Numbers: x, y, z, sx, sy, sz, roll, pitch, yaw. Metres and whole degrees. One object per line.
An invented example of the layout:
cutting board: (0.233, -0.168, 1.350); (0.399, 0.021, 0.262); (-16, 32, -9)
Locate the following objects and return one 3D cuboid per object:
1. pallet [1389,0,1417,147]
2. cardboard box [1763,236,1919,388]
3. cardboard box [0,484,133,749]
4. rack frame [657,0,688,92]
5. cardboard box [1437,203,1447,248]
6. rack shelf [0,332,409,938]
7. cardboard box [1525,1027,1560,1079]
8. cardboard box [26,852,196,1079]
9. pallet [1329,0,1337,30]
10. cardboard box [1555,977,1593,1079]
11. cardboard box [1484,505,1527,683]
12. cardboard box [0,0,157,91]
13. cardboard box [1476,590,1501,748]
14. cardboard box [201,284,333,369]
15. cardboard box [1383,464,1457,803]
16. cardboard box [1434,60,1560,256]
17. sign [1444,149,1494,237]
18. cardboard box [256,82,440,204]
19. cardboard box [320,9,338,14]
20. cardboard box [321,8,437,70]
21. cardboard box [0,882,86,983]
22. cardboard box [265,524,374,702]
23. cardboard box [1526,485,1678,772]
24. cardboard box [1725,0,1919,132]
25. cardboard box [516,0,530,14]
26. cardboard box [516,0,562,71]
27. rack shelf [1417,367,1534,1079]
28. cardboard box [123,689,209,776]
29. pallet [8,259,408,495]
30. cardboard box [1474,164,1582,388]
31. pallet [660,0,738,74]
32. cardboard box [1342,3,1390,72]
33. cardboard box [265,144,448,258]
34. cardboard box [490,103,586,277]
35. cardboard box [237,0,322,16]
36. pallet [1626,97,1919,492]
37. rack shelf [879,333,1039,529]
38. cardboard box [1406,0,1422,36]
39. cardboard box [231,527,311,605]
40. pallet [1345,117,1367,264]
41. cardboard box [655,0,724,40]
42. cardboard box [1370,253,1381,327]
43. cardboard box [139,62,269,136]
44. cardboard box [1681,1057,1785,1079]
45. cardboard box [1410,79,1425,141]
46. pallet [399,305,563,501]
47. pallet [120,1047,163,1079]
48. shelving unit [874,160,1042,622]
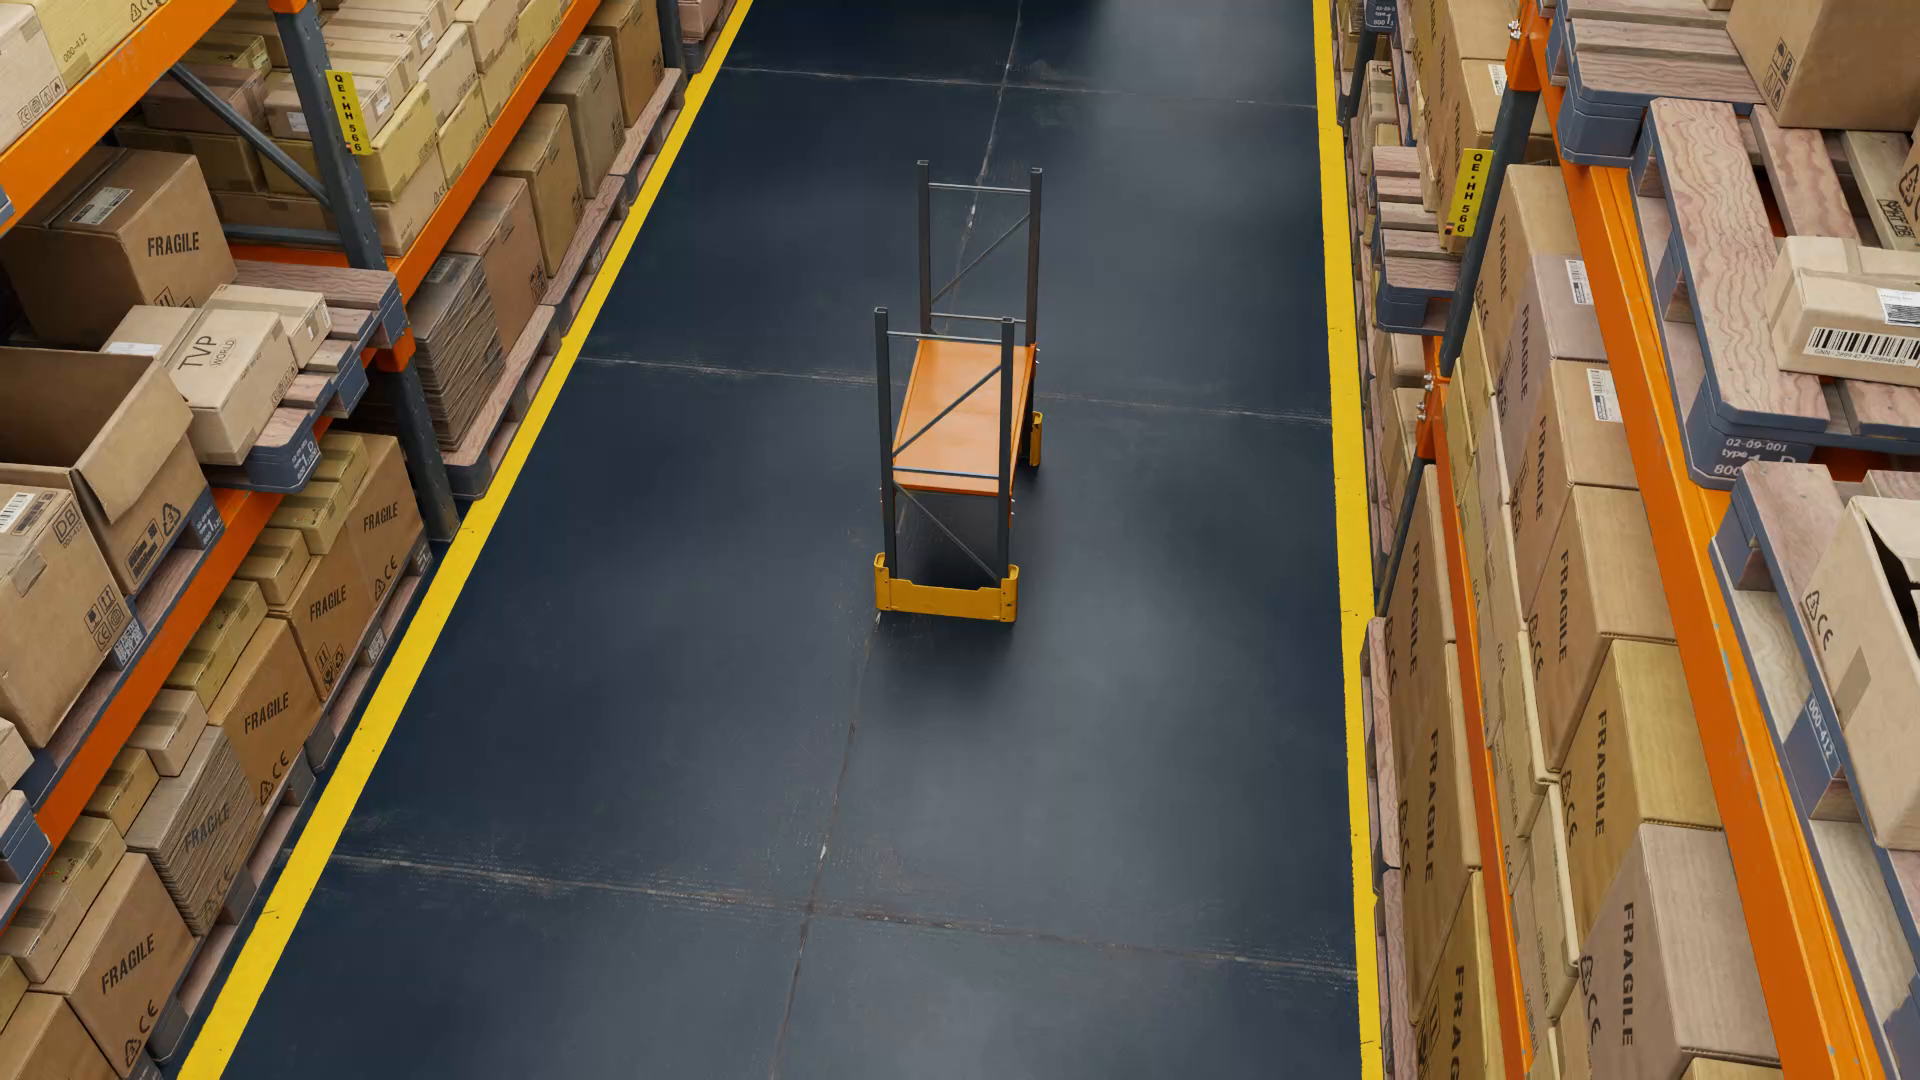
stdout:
pallet: (2.443, -1.993, 7.313); (1.003, 0.211, 1.213); (5, 44, 6)
cardboard box: (1.794, -0.443, 3.219); (0.380, 0.166, 0.250); (9, 44, 9)
cardboard box: (-2.770, 0.182, 4.498); (0.700, 0.500, 0.500); (5, 44, 5)
rack frame: (-2.170, -3.884, 9.171); (1.000, 3.000, 0.127); (5, 44, 6)
cardboard box: (1.996, -1.205, 6.218); (0.380, 0.149, 0.250); (6, 44, 6)
rack shelf: (-2.963, 0.466, 5.100); (1.077, 0.370, 4.000); (5, 44, 6)
cardboard box: (1.571, 1.395, 3.704); (0.500, 0.250, 0.500); (5, 44, 5)
cardboard box: (-2.810, 1.310, 5.197); (0.500, 0.500, 0.500); (4, 44, 4)
pallet: (2.963, -3.718, 11.023); (1.003, 0.211, 1.213); (5, 44, 6)
cardboard box: (1.569, 1.225, 3.520); (0.500, 0.250, 0.500); (6, 44, 7)
cardboard box: (1.763, 0.177, 4.627); (0.500, 0.250, 0.500); (5, 44, 5)
cardboard box: (-2.592, -1.479, 4.557); (0.500, 0.250, 0.500); (5, 44, 6)
cardboard box: (1.782, 0.364, 4.793); (0.500, 0.250, 0.500); (7, 44, 7)
cardboard box: (-2.405, -0.737, 5.724); (0.380, 0.149, 0.250); (6, 44, 6)
cardboard box: (2.048, 0.373, 5.915); (0.875, 0.875, 0.875); (5, 44, 5)
cardboard box: (2.006, -1.342, 5.891); (0.500, 0.500, 0.500); (4, 44, 4)
sign: (1.683, -1.144, 5.492); (0.100, 0.325, 0.005); (5, 44, 6)
cardboard box: (-2.373, -1.563, 6.465); (0.500, 0.250, 0.500); (5, 44, 5)
cardboard box: (-2.780, -2.307, 7.250); (0.500, 0.250, 0.500); (5, 44, 5)
cardboard box: (-2.322, -1.980, 6.615); (0.380, 0.149, 0.250); (6, 44, 7)
cardboard box: (-2.841, 1.140, 4.905); (0.380, 0.149, 0.250); (5, 44, 5)
cardboard box: (-2.618, 0.245, 6.323); (0.500, 0.500, 0.500); (5, 44, 5)
cardboard box: (1.705, 0.239, 4.016); (0.500, 0.500, 0.500); (6, 44, 6)
cardboard box: (2.279, -1.296, 3.877); (0.700, 0.500, 0.500); (3, 44, 3)
cardboard box: (-2.201, -2.612, 7.573); (0.500, 0.250, 0.500); (6, 44, 6)
cardboard box: (-2.195, -2.431, 7.745); (0.500, 0.250, 0.500); (7, 44, 7)
rack shelf: (1.958, 0.915, 4.626); (1.077, 0.370, 4.000); (5, 44, 6)
cardboard box: (-2.716, 0.622, 5.452); (0.380, 0.149, 0.250); (3, 44, 4)
pallet: (-2.719, -0.620, 5.863); (1.213, 0.211, 1.003); (5, 44, 6)
cardboard box: (1.914, -0.795, 5.108); (0.500, 0.500, 0.500); (4, 44, 4)
pallet: (-2.023, -3.410, 10.698); (1.003, 0.211, 1.213); (5, 44, 6)
cardboard box: (2.562, -3.017, 9.949); (0.500, 0.250, 0.500); (7, 44, 7)
cardboard box: (-2.398, -1.384, 6.639); (0.500, 0.250, 0.500); (5, 44, 6)
cardboard box: (-2.435, -1.777, 8.367); (0.875, 0.625, 0.625); (4, 44, 4)
cardboard box: (-2.874, -2.203, 6.851); (0.380, 0.149, 0.250); (4, 44, 5)
pallet: (2.044, -0.524, 3.578); (1.003, 0.211, 1.213); (7, 44, 7)
rack shelf: (0.011, -0.472, 6.919); (0.538, 0.185, 1.000); (5, 44, 6)
cardboard box: (2.203, -2.411, 7.020); (0.500, 0.500, 0.500); (4, 44, 4)
cardboard box: (-2.597, 0.085, 6.019); (0.380, 0.149, 0.250); (4, 44, 4)
pallet: (2.649, -1.892, 9.095); (1.003, 0.211, 1.213); (5, 44, 6)
cardboard box: (-1.778, -3.338, 10.288); (0.500, 0.250, 0.500); (6, 44, 6)
cardboard box: (2.502, -1.312, 8.060); (0.950, 0.372, 0.625); (7, 44, 7)
cardboard box: (-2.856, -1.670, 6.288); (0.380, 0.149, 0.250); (7, 44, 7)
cardboard box: (1.503, 1.290, 2.906); (0.500, 0.500, 0.500); (7, 44, 7)
cardboard box: (2.048, -1.741, 6.784); (0.380, 0.149, 0.250); (6, 44, 6)
pallet: (-2.551, -0.703, 7.839); (1.003, 0.211, 1.213); (5, 44, 6)
pallet: (-3.157, 2.023, 4.961); (1.003, 0.211, 1.213); (5, 44, 6)
shelving unit: (0.010, -0.597, 6.789); (0.587, 1.500, 1.083); (5, 44, 6)
